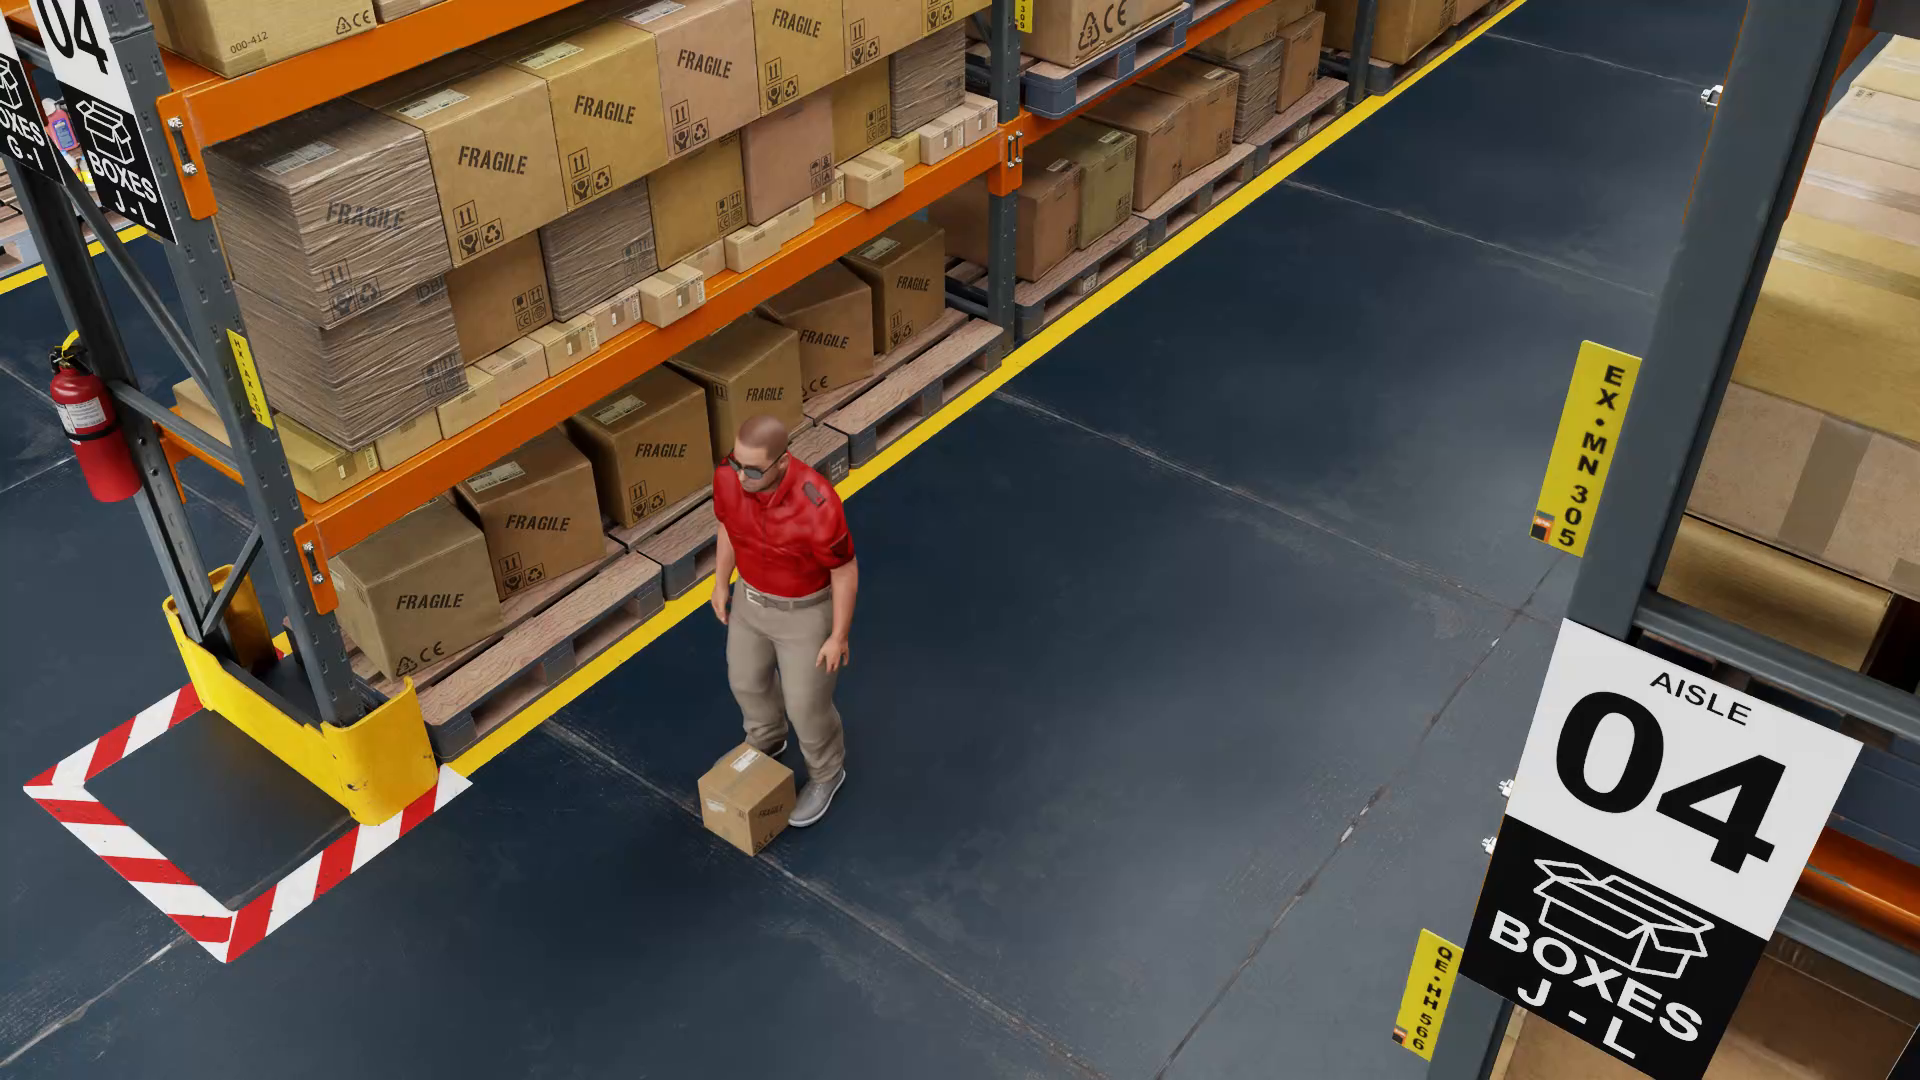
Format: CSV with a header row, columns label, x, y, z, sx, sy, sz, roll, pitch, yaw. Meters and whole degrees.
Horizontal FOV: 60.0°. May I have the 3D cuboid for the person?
label,x,y,z,sx,sy,sz,roll,pitch,yaw
person,-0.629,0.252,5.850,0.599,1.726,0.393,23,44,26
